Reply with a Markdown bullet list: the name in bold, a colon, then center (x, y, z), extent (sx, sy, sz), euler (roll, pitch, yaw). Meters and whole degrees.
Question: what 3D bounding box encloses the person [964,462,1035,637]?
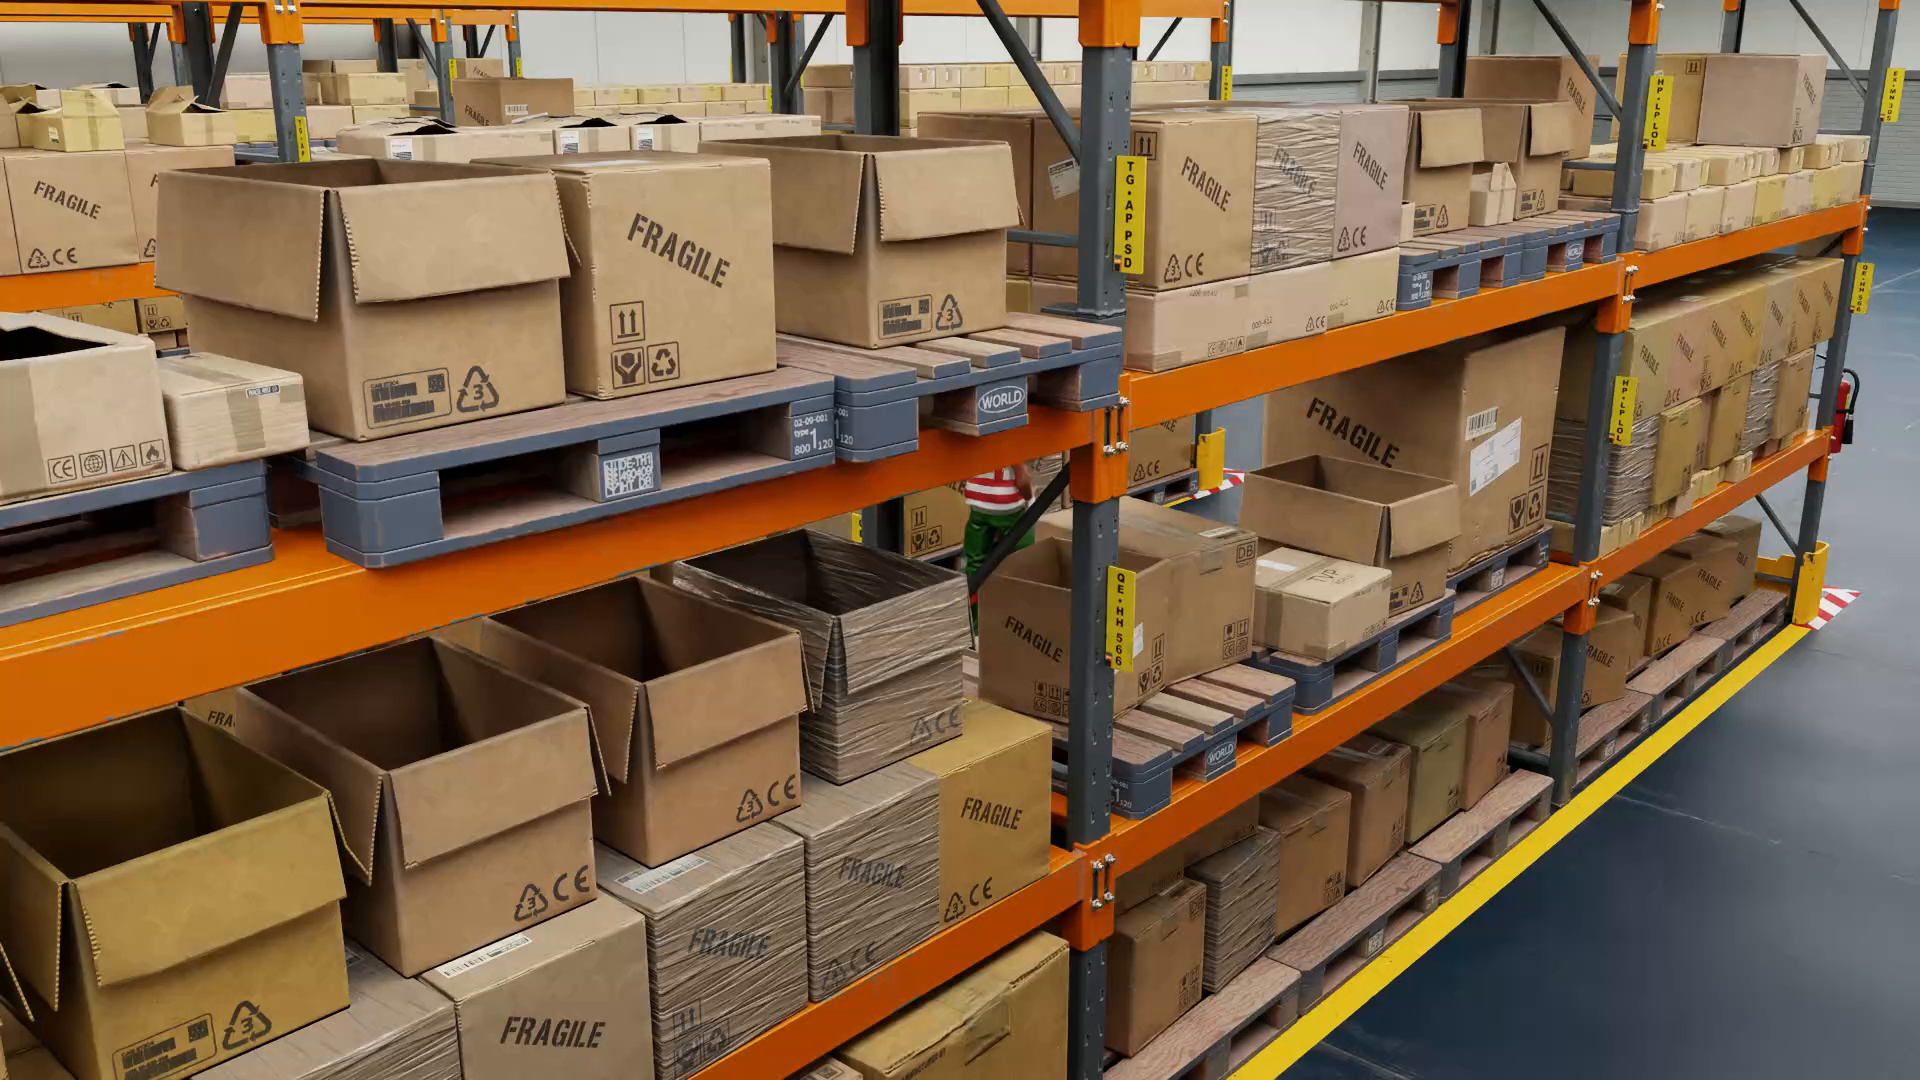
- **person**: center (0.286, -0.239, 10.763), extent (0.567, 1.784, 0.675), euler (13, 21, 36)
